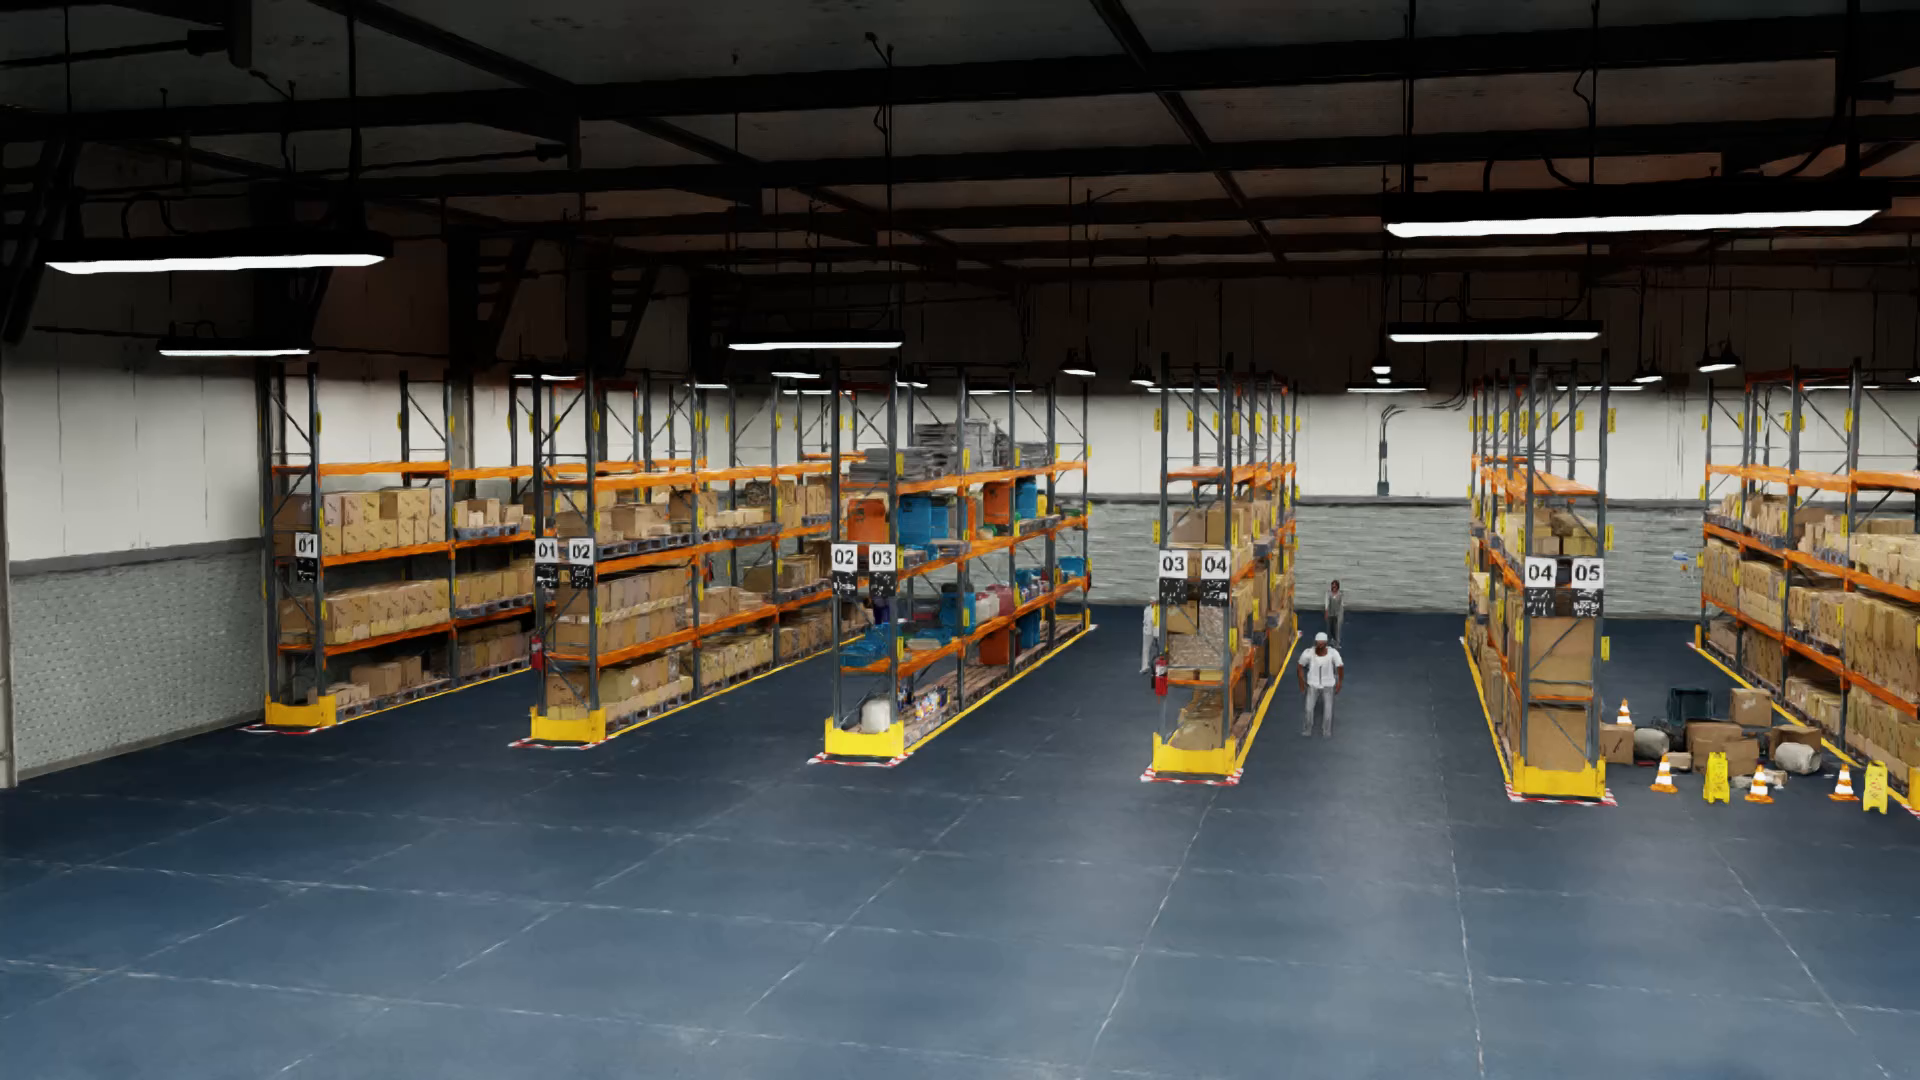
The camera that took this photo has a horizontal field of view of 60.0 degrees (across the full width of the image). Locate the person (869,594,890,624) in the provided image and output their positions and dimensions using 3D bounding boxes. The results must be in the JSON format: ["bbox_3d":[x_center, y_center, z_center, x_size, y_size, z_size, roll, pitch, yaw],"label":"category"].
[{"bbox_3d":[-1.756,1.582,37.572,0.610,1.572,0.780,1,4,20],"label":"person"}]

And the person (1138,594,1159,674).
[{"bbox_3d":[3.886,1.862,33.193,0.481,1.580,1.094,1,4,17],"label":"person"}]

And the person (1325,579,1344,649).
[{"bbox_3d":[8.339,1.625,37.040,0.417,1.517,1.037,1,4,17],"label":"person"}]

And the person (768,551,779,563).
[{"bbox_3d":[-4.779,1.091,43.265,0.550,1.709,1.128,1,4,13],"label":"person"}]

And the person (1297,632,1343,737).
[{"bbox_3d":[5.705,2.298,26.392,0.708,1.714,0.578,1,4,12],"label":"person"}]
